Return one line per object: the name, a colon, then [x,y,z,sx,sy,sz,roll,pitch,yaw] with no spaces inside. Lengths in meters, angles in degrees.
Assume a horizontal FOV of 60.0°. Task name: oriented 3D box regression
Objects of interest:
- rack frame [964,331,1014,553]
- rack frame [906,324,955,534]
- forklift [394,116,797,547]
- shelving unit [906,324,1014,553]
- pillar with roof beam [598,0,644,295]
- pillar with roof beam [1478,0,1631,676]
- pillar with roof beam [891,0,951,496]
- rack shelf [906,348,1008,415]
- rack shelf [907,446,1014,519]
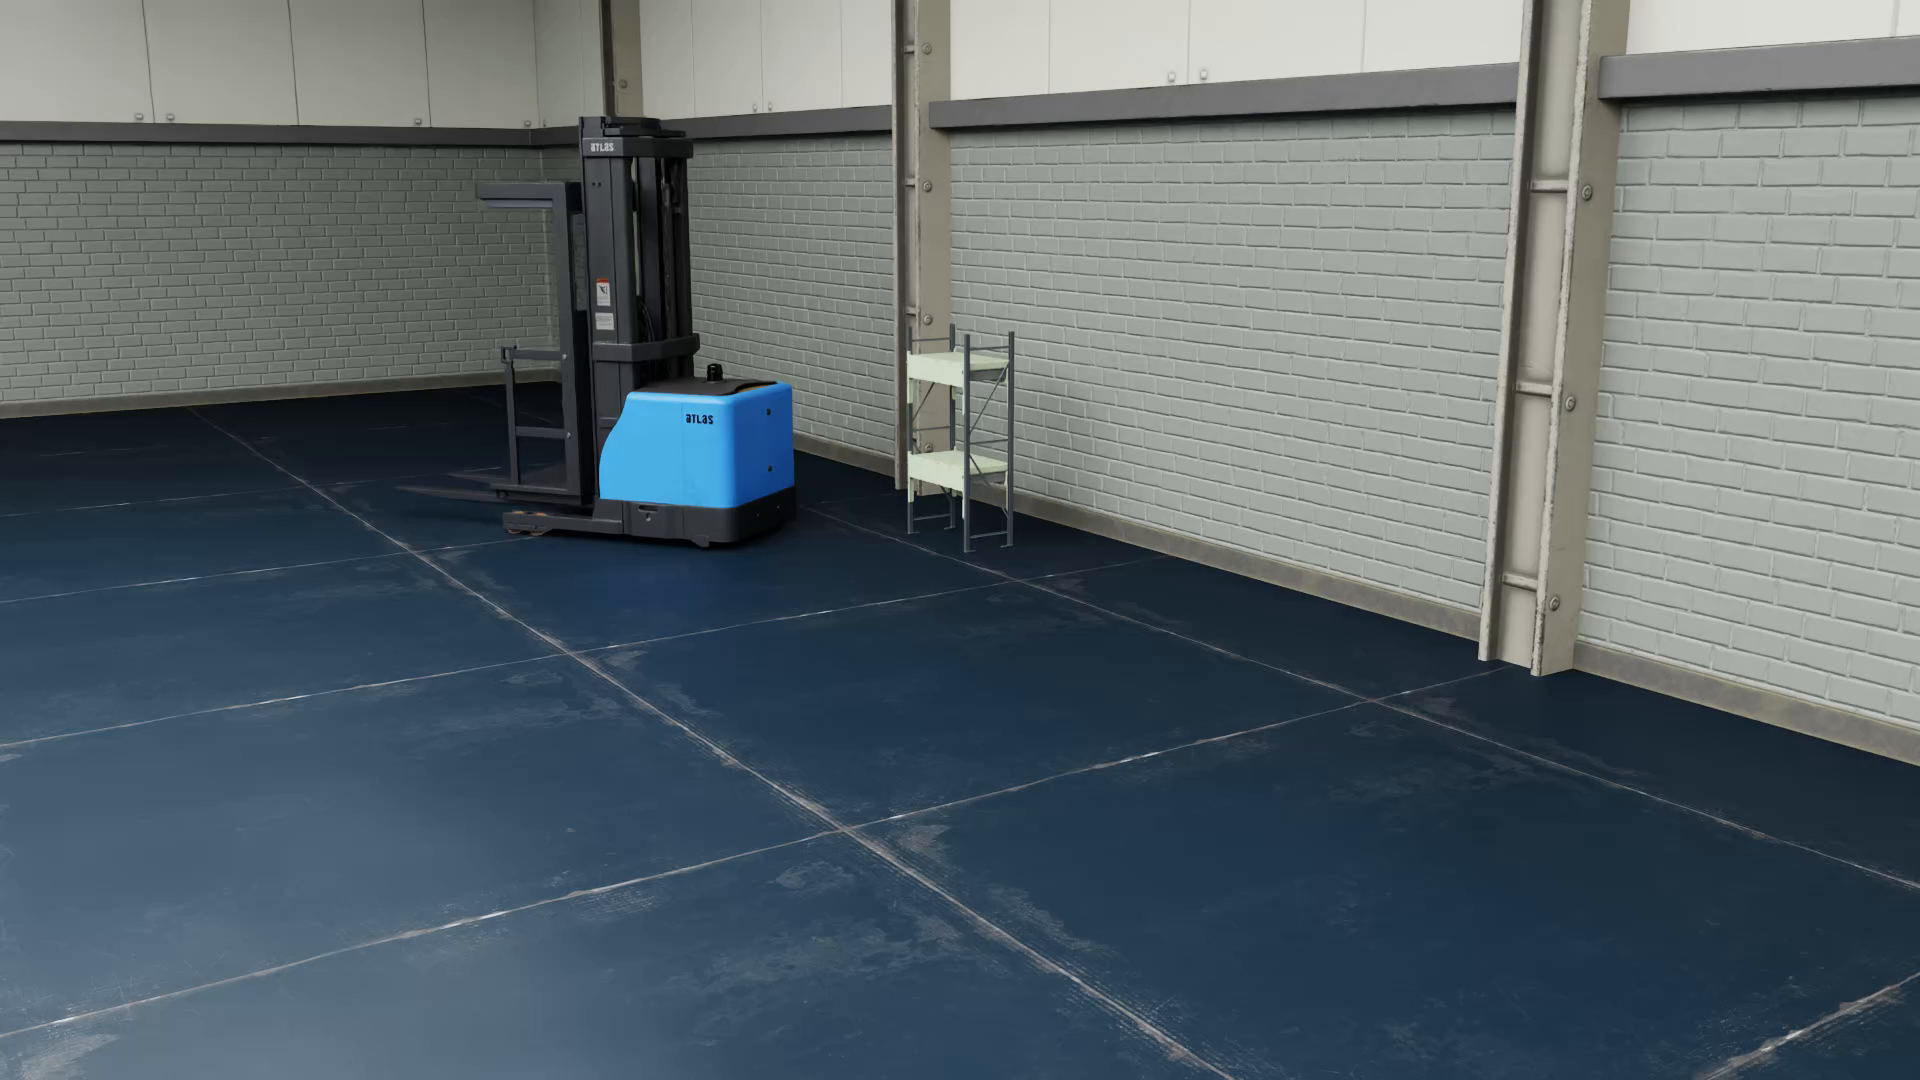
rack frame: [0.199,-0.669,11.409,0.400,1.500,0.023,-8,15,-33]
rack frame: [-0.207,-0.799,12.005,0.400,1.500,0.023,-8,15,-33]
forklift: [-2.776,-1.559,12.132,3.031,2.935,1.130,5,13,21]
shelving unit: [-0.004,-0.734,11.707,0.431,1.500,0.755,-8,15,-33]
pillar with roof beam: [-7.213,-5.365,15.333,9.100,9.000,0.400,-8,15,-33]
pillar with roof beam: [-0.565,-3.231,5.573,9.100,9.000,0.400,-8,15,-33]
pillar with roof beam: [-3.889,-4.298,10.453,9.100,9.000,0.400,-8,15,-33]
rack shelf: [-0.004,-1.115,11.624,0.431,0.370,0.720,-8,15,-33]
rack shelf: [-0.004,-0.415,11.777,0.431,0.370,0.720,-8,15,-33]
